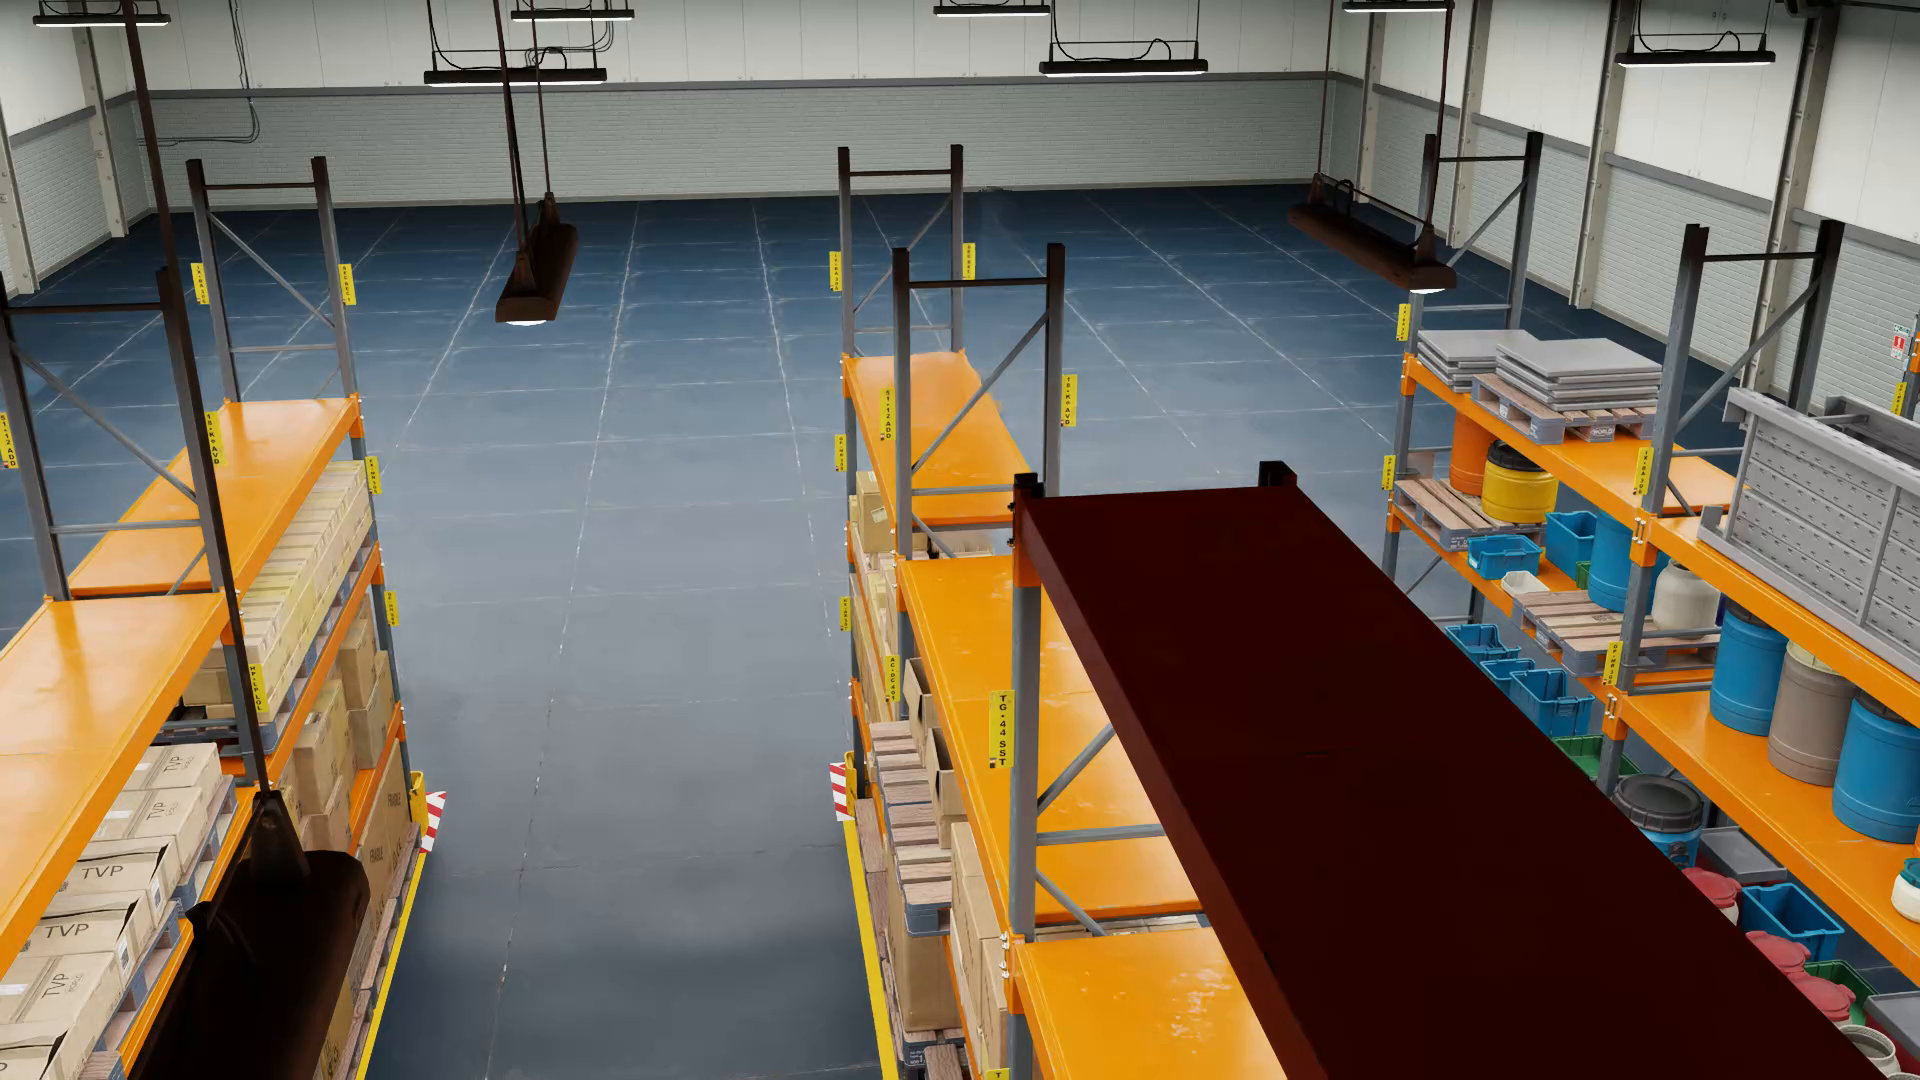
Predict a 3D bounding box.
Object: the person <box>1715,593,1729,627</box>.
[{"bbox_3d":[8.452,0.558,18.097,0.588,1.614,0.631,11,24,26],"label":"person"}]
